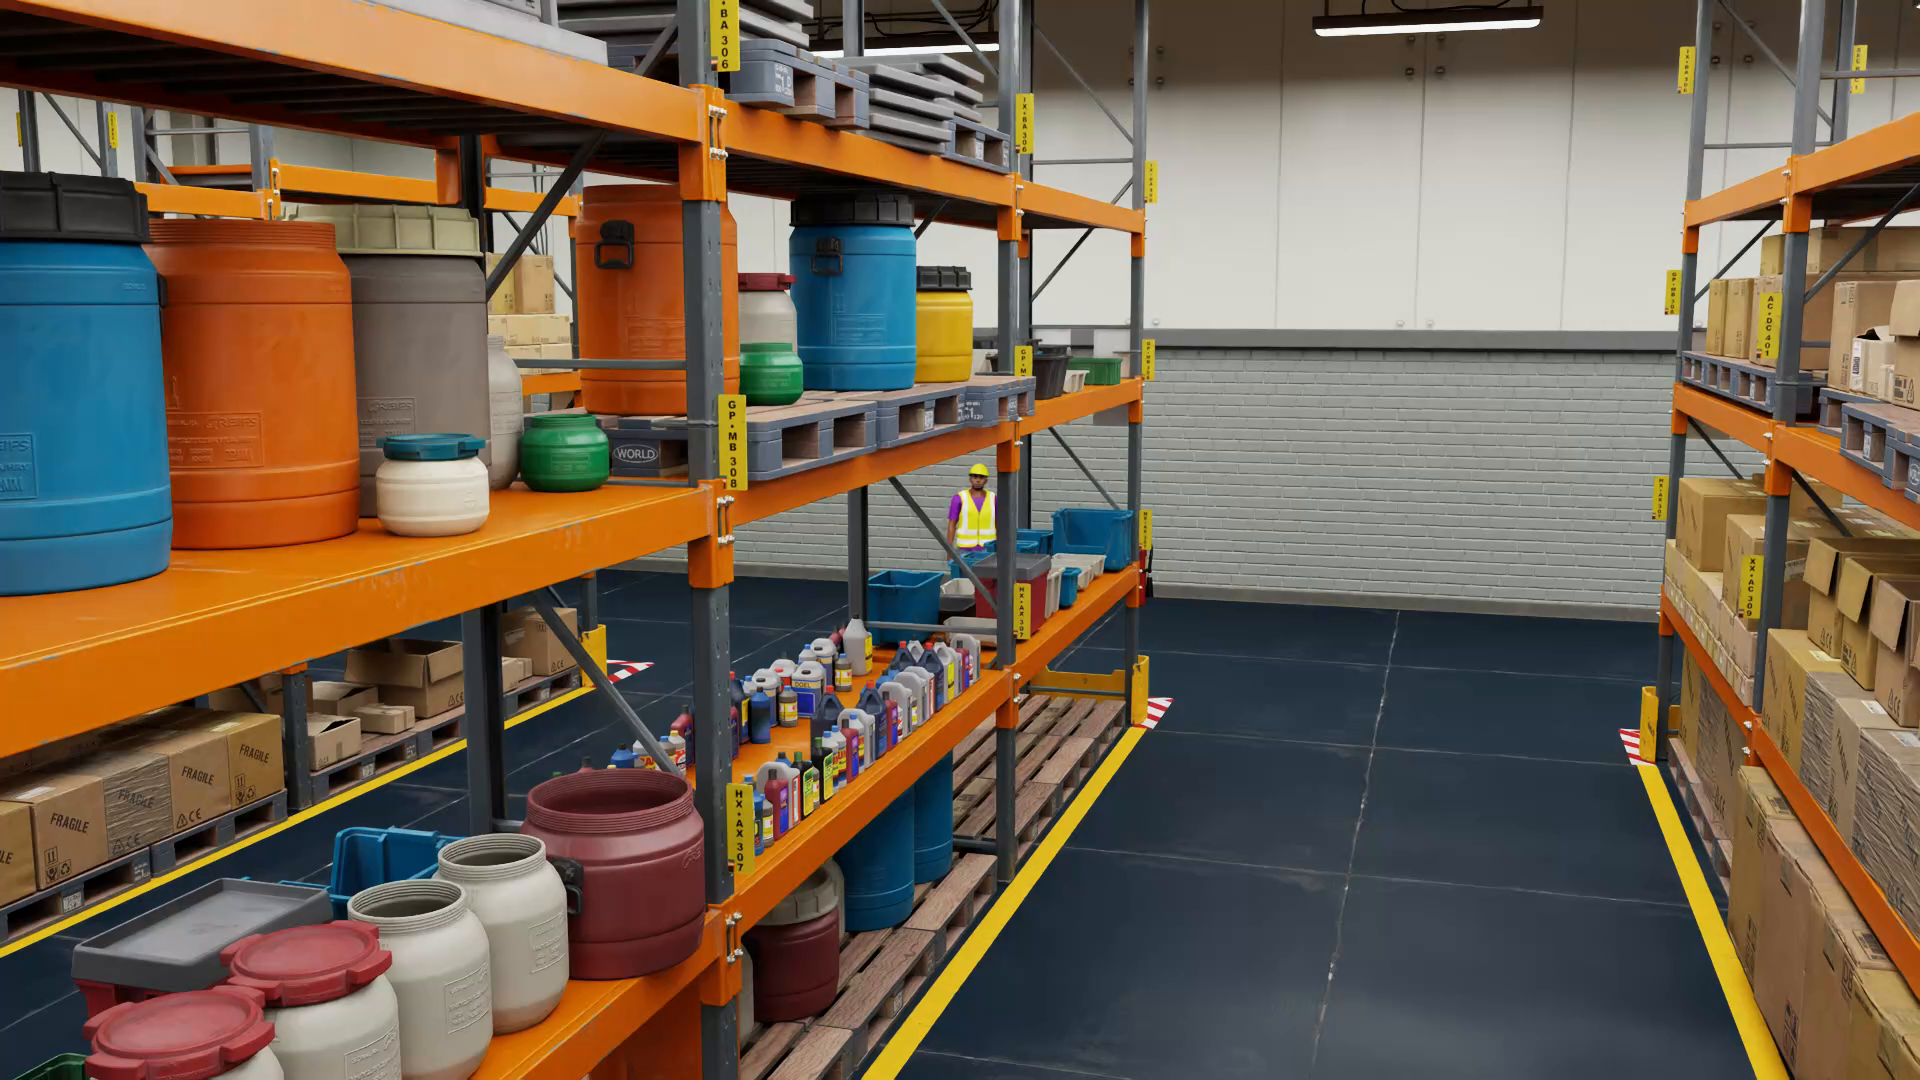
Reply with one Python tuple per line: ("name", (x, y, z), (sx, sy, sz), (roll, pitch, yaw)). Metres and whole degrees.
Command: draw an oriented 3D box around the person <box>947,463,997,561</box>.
("person", (0.160, 0.084, 17.178), (0.581, 1.742, 0.897), (-1, 8, -4))
